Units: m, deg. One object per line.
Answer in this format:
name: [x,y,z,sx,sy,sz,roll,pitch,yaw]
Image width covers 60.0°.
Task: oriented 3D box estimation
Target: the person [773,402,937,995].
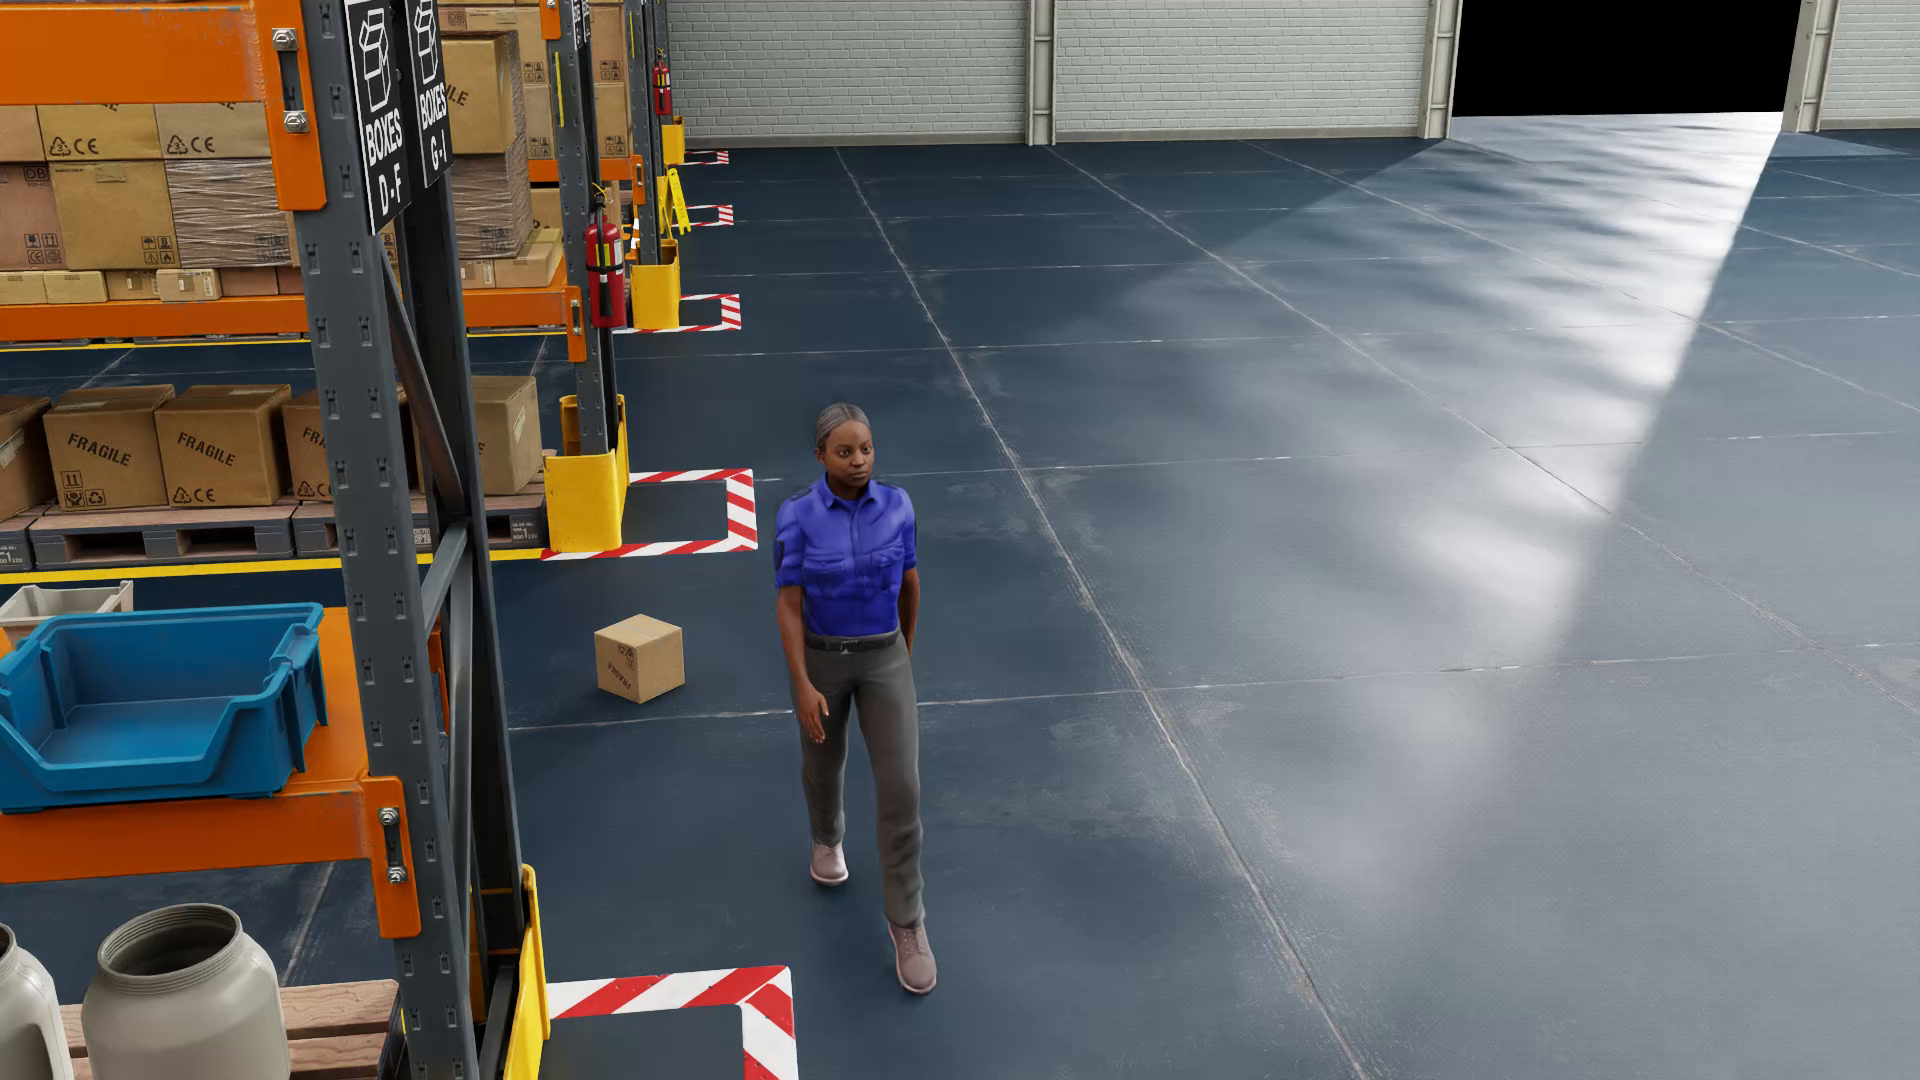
person: [-0.309,0.421,4.943,0.457,1.656,0.855,-4,21,-12]
